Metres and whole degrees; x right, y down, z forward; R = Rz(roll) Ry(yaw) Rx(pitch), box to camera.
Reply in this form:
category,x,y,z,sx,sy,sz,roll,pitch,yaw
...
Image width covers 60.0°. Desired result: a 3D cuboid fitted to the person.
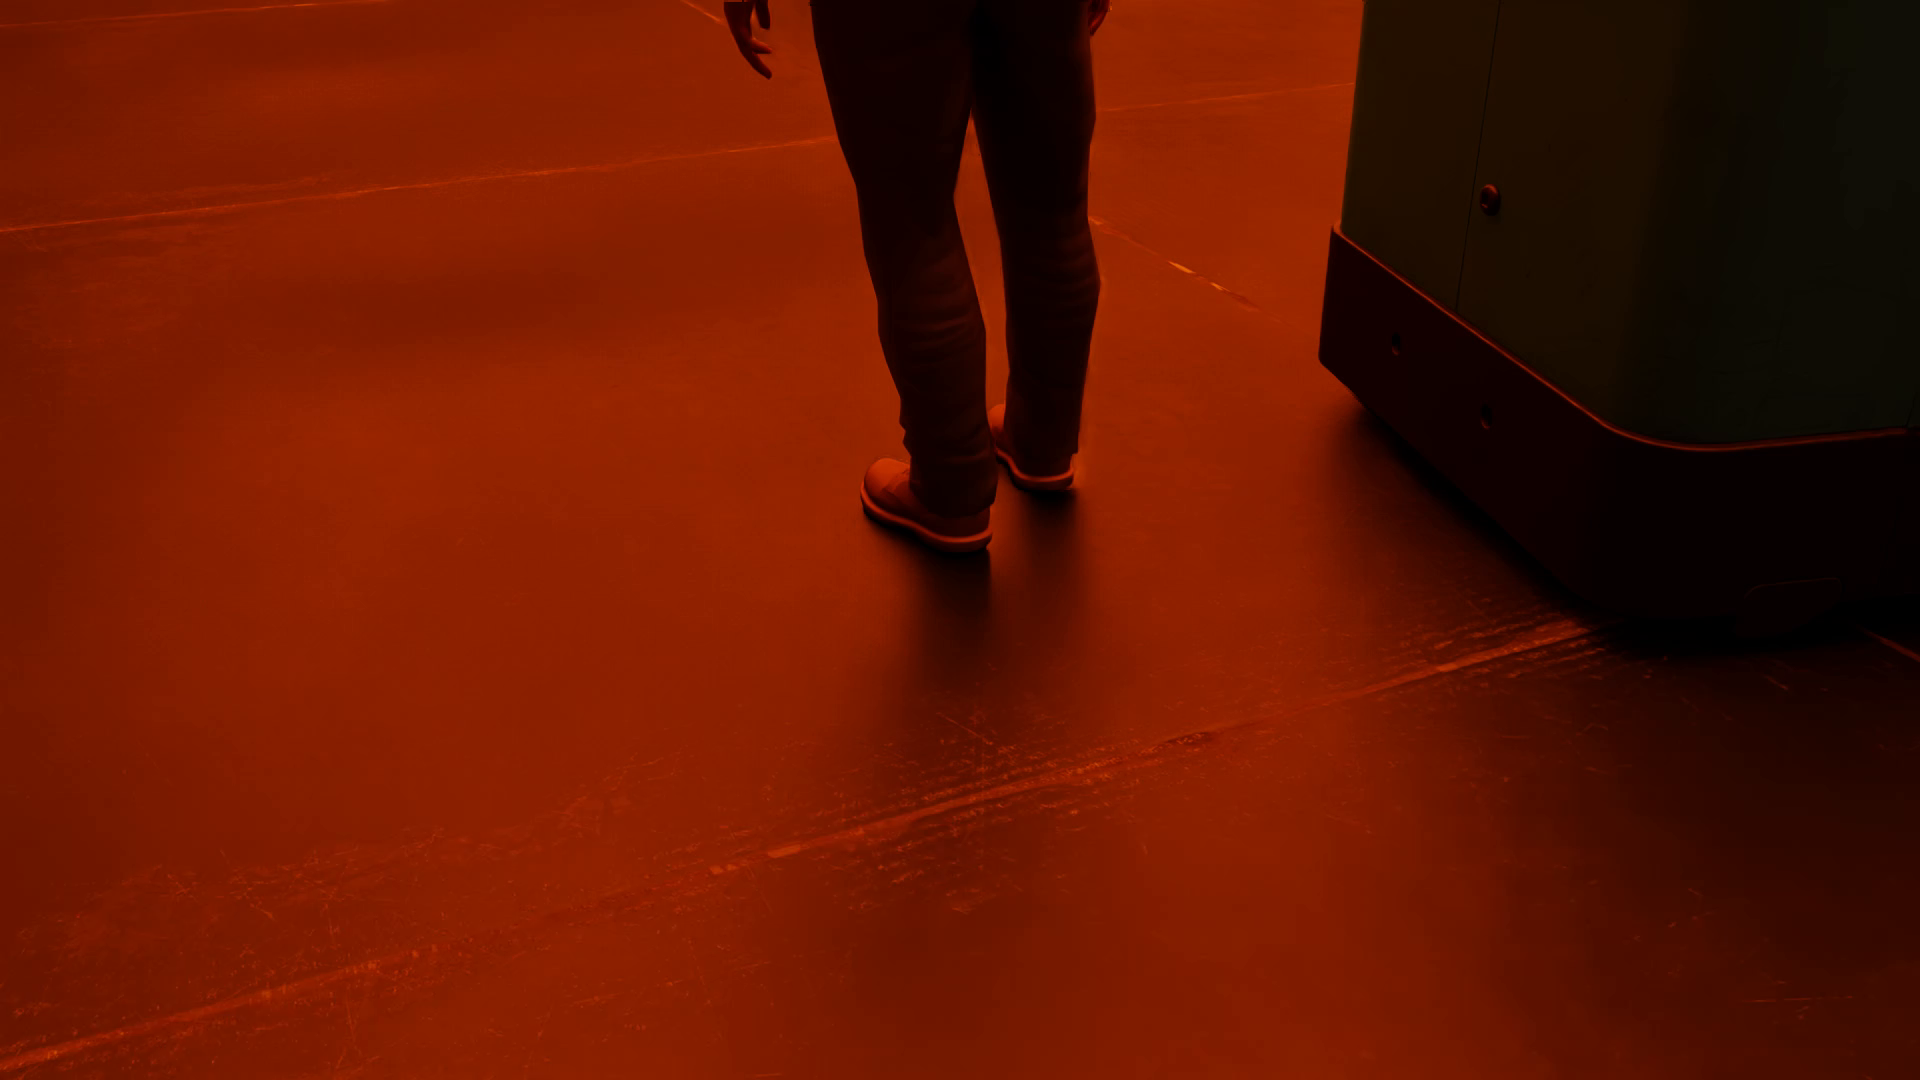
category,x,y,z,sx,sy,sz,roll,pitch,yaw
person,-0.046,-0.781,2.208,0.587,1.657,0.476,-13,30,-23

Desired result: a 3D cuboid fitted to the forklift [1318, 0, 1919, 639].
category,x,y,z,sx,sy,sz,roll,pitch,yaw
forklift,2.210,-1.501,2.214,3.031,2.935,1.130,-5,28,-10
